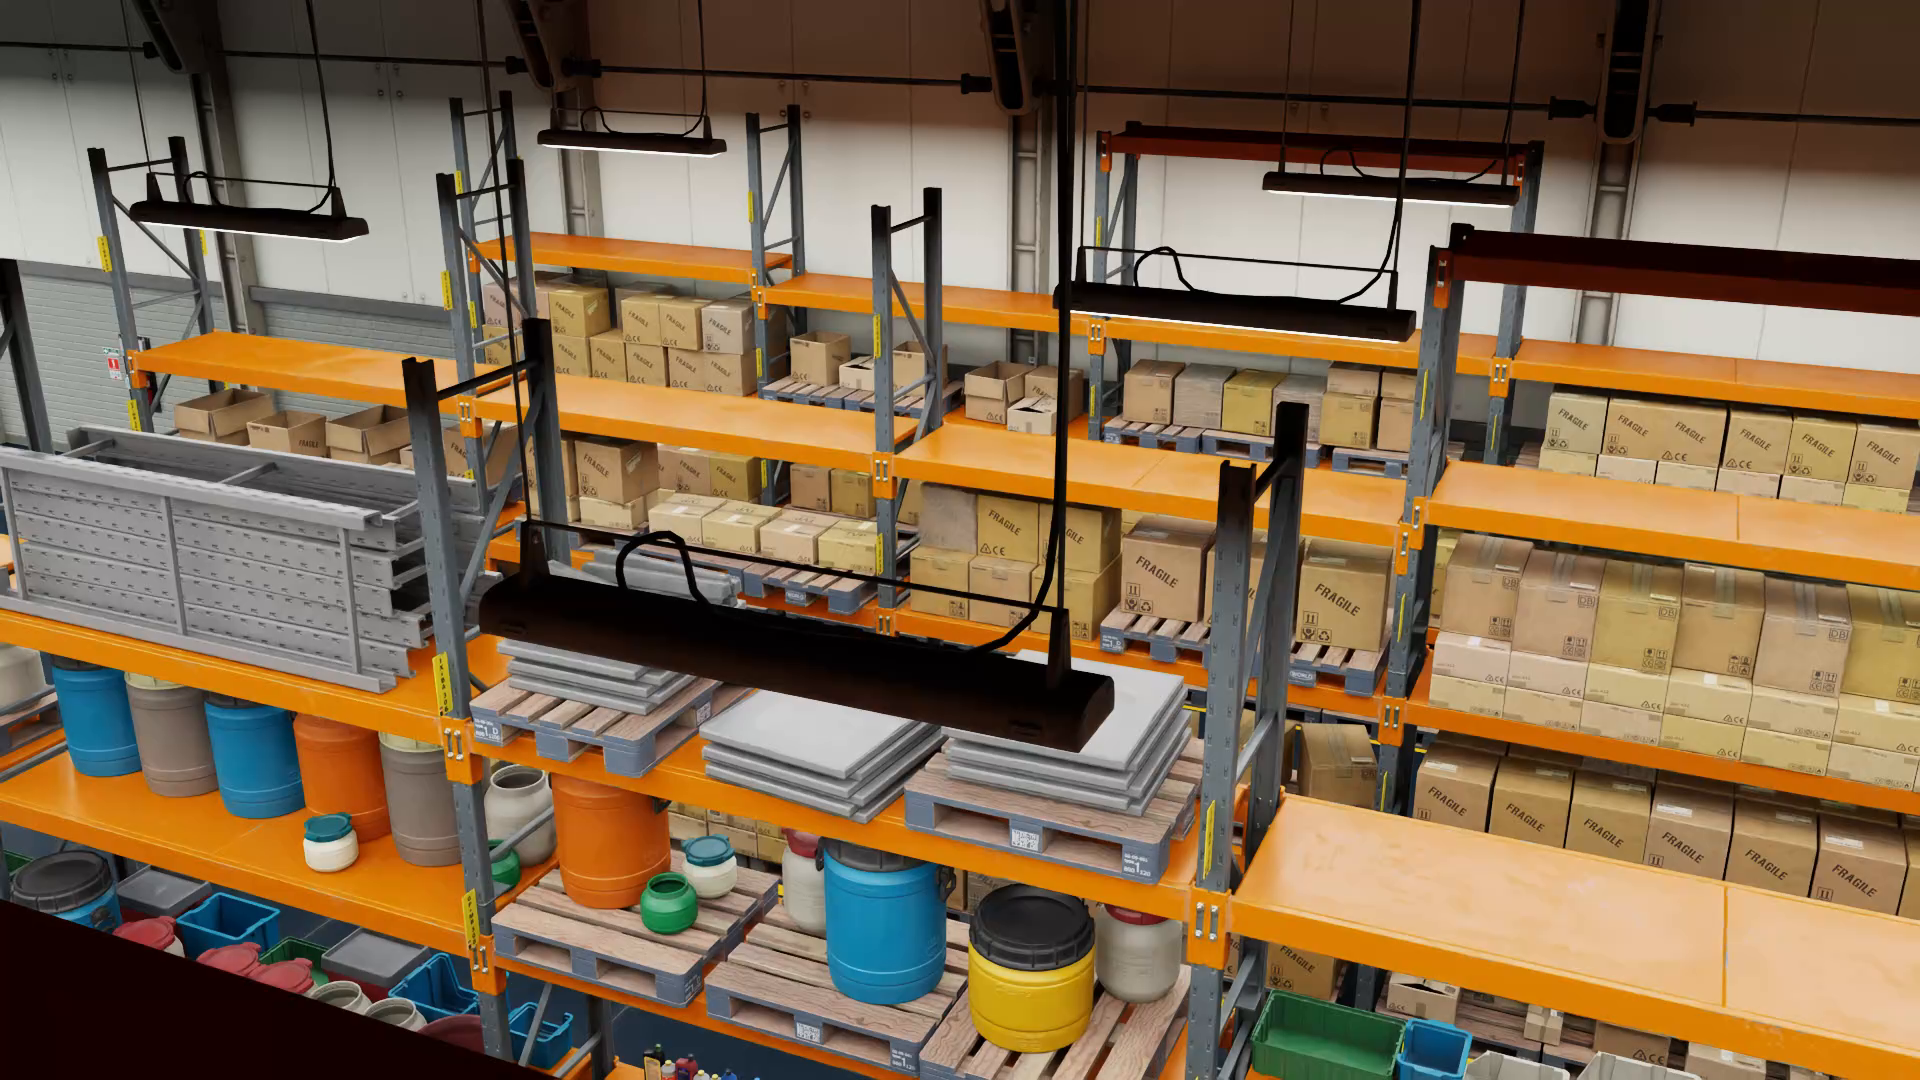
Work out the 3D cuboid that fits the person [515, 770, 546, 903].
[{"bbox_3d":[-3.500,2.472,13.710,0.922,1.637,0.463,16,26,36],"label":"person"}]
